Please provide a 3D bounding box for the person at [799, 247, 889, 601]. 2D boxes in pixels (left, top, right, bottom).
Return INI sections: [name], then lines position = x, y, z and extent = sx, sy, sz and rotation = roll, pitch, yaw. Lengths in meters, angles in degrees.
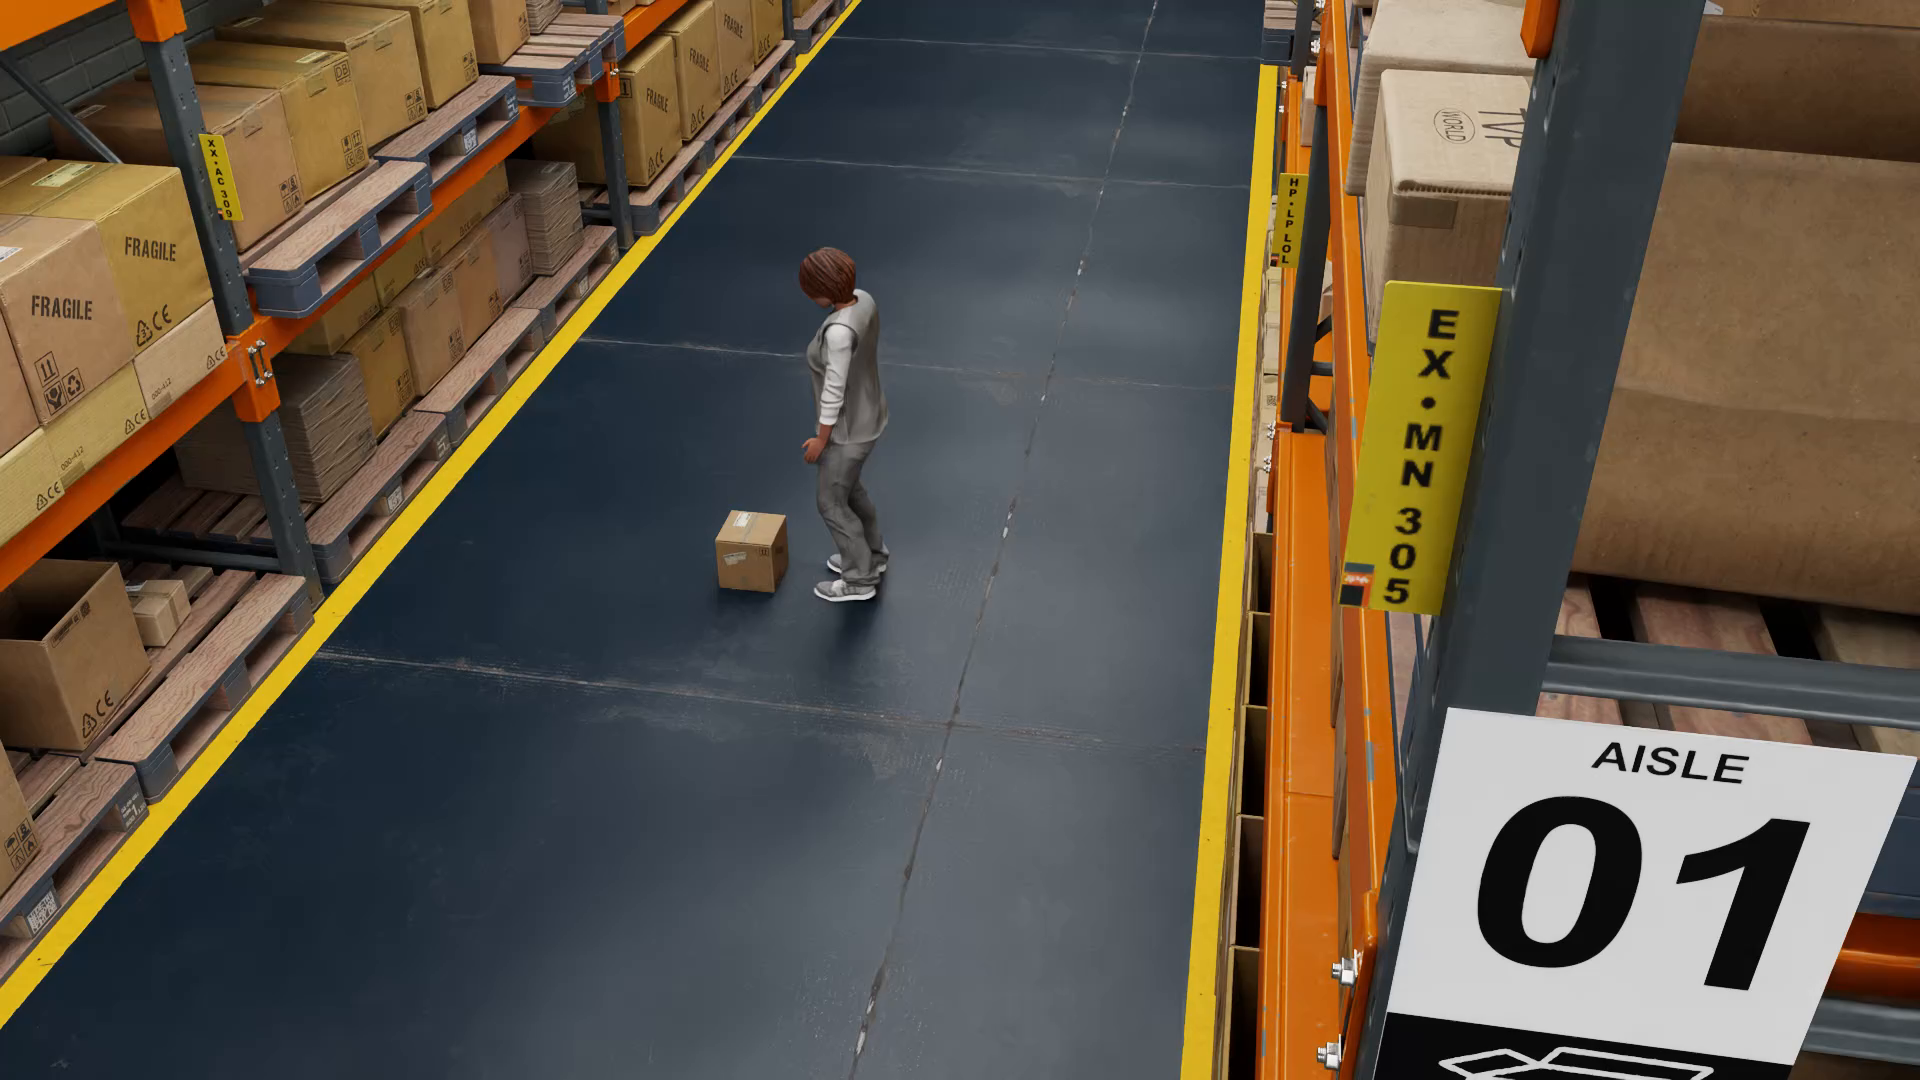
[person]
position = -0.468, -0.454, 6.877
extent = 0.328, 1.579, 0.415
rotation = 6, 33, 9
